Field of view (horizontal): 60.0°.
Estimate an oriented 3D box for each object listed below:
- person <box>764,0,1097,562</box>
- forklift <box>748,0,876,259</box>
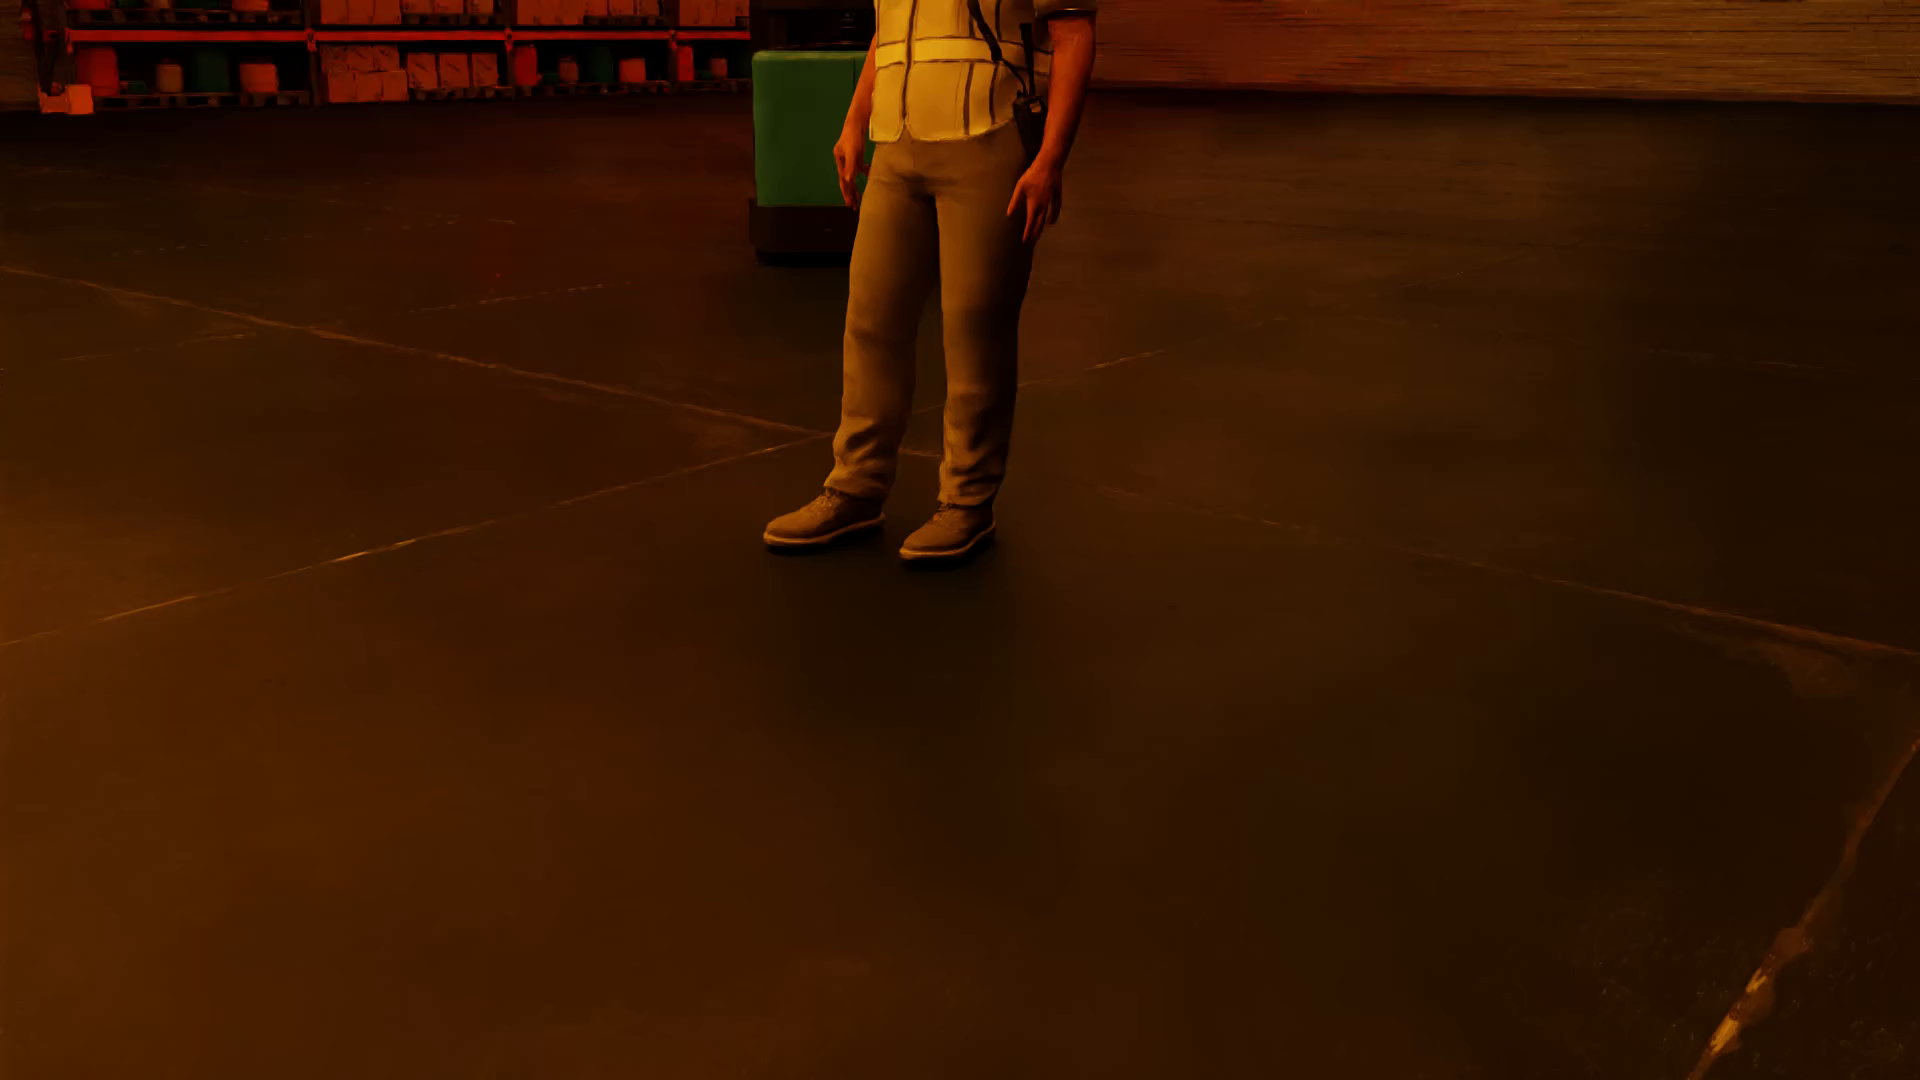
[{"bbox_3d":[-0.059,-0.845,3.630,0.640,1.781,0.574,13,21,37],"label":"person"},{"bbox_3d":[-0.677,-3.260,9.635,1.130,2.935,3.031,-2,17,-5],"label":"forklift"}]
